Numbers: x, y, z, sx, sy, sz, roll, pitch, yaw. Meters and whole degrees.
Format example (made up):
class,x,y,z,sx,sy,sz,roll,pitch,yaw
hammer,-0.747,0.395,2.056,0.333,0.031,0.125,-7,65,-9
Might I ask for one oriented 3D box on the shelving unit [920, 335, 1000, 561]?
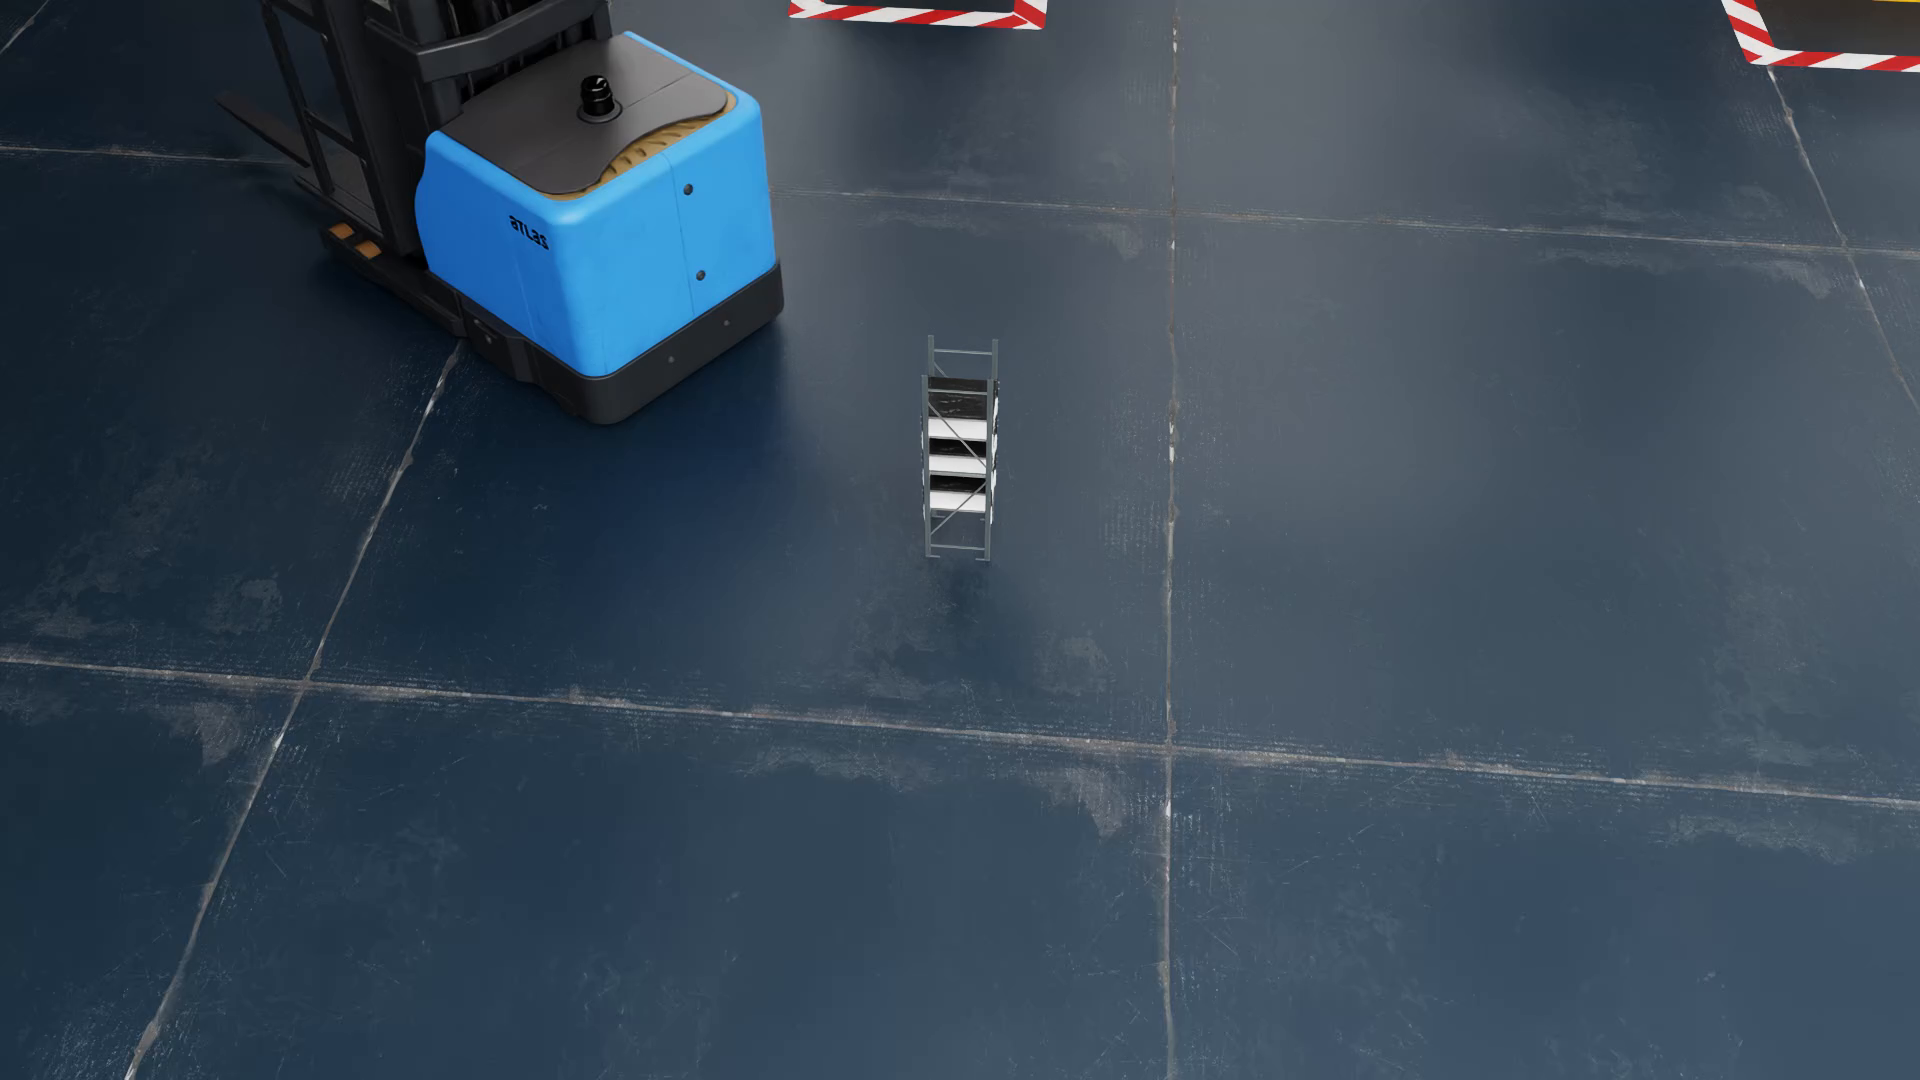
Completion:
class,x,y,z,sx,sy,sz,roll,pitch,yaw
shelving unit,0.001,-0.310,5.923,0.258,0.900,0.210,4,48,4

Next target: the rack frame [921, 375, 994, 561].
class,x,y,z,sx,sy,sz,roll,pitch,yaw
rack frame,-0.009,-0.235,5.855,0.240,0.900,0.006,4,48,4

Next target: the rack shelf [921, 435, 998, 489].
class,x,y,z,sx,sy,sz,roll,pitch,yaw
rack shelf,0.001,-0.287,5.948,0.258,0.077,0.200,4,48,4

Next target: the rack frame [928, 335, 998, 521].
class,x,y,z,sx,sy,sz,roll,pitch,yaw
rack frame,0.010,-0.384,5.992,0.240,0.900,0.006,4,48,4

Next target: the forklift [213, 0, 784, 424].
class,x,y,z,sx,sy,sz,roll,pitch,yaw
forklift,-2.185,-2.393,6.452,3.031,2.935,1.130,33,56,27

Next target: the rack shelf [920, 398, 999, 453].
class,x,y,z,sx,sy,sz,roll,pitch,yaw
rack shelf,0.001,-0.409,5.815,0.258,0.077,0.200,4,48,4

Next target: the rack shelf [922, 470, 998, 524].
class,x,y,z,sx,sy,sz,roll,pitch,yaw
rack shelf,0.001,-0.166,6.081,0.258,0.077,0.200,4,48,4

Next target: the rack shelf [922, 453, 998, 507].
class,x,y,z,sx,sy,sz,roll,pitch,yaw
rack shelf,0.001,-0.226,6.014,0.258,0.077,0.200,4,48,4

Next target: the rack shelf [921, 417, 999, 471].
class,x,y,z,sx,sy,sz,roll,pitch,yaw
rack shelf,0.001,-0.348,5.882,0.258,0.077,0.200,4,48,4

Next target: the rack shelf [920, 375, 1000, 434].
class,x,y,z,sx,sy,sz,roll,pitch,yaw
rack shelf,0.001,-0.469,5.749,0.258,0.077,0.200,4,48,4
